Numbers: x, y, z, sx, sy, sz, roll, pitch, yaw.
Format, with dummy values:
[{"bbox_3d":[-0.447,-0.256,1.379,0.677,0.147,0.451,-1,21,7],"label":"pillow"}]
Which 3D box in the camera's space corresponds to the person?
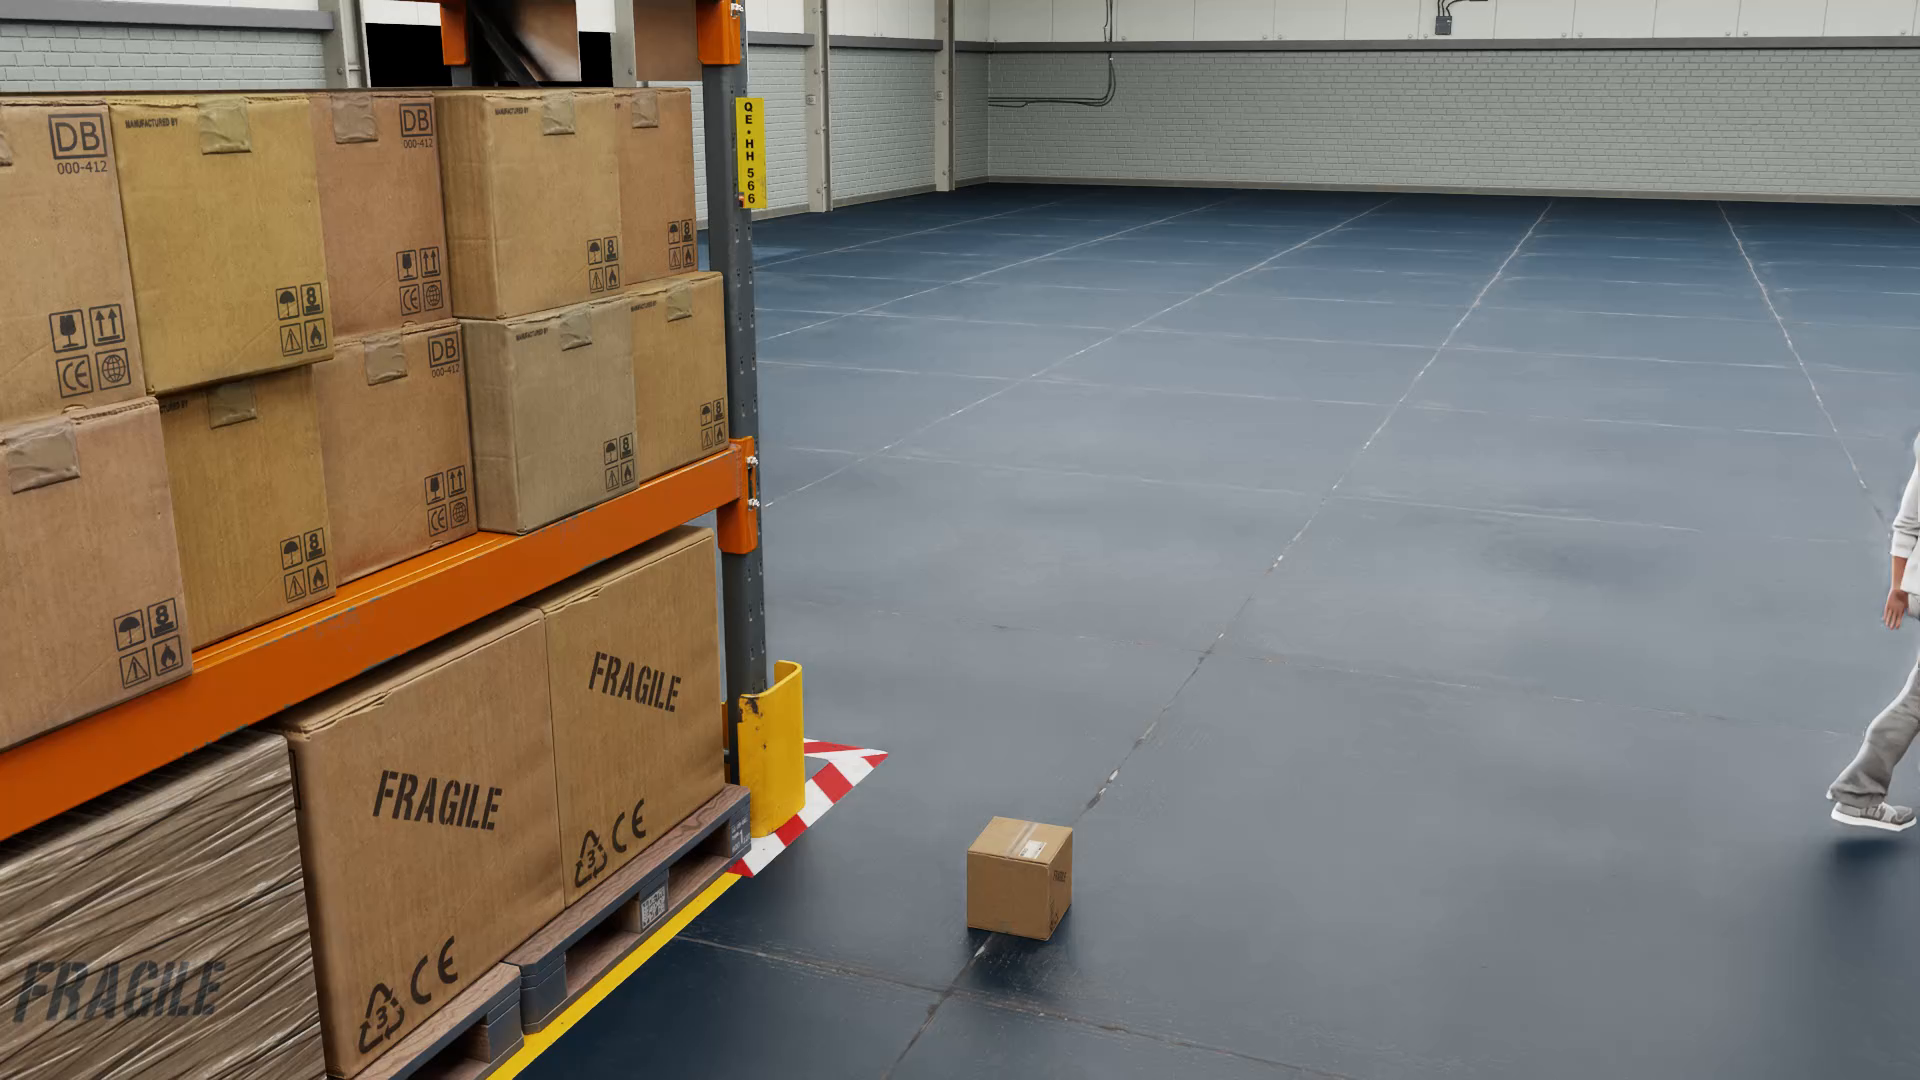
[{"bbox_3d":[3.298,0.182,5.344,0.866,1.557,0.426,-2,16,-6],"label":"person"}]
